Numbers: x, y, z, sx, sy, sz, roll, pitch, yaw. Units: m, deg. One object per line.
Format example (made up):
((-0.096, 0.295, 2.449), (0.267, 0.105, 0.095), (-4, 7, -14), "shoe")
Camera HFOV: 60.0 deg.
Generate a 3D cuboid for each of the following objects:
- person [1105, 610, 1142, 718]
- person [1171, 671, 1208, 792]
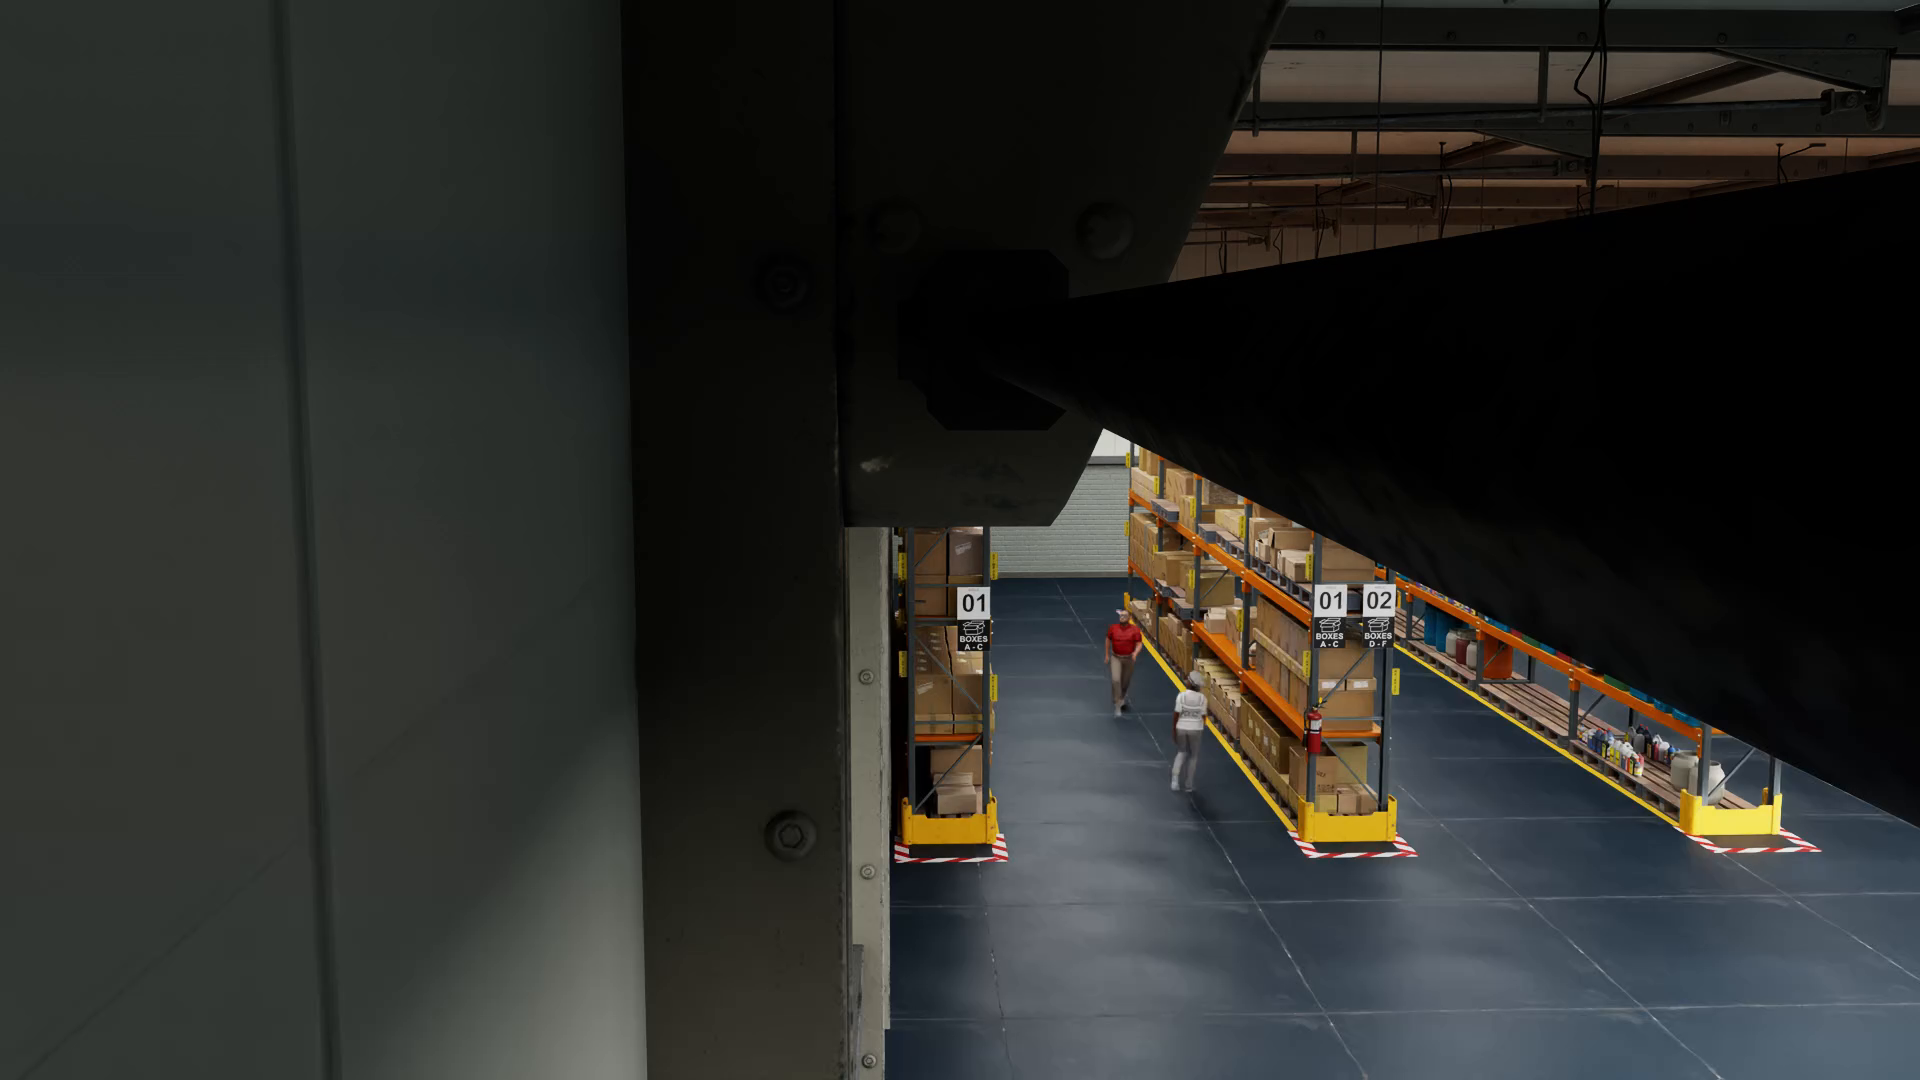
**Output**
((2.707, 2.006, 27.430), (0.577, 1.714, 0.985), (0, 7, -2), "person")
((3.117, 2.601, 22.563), (0.455, 1.685, 0.513), (4, 9, 31), "person")
